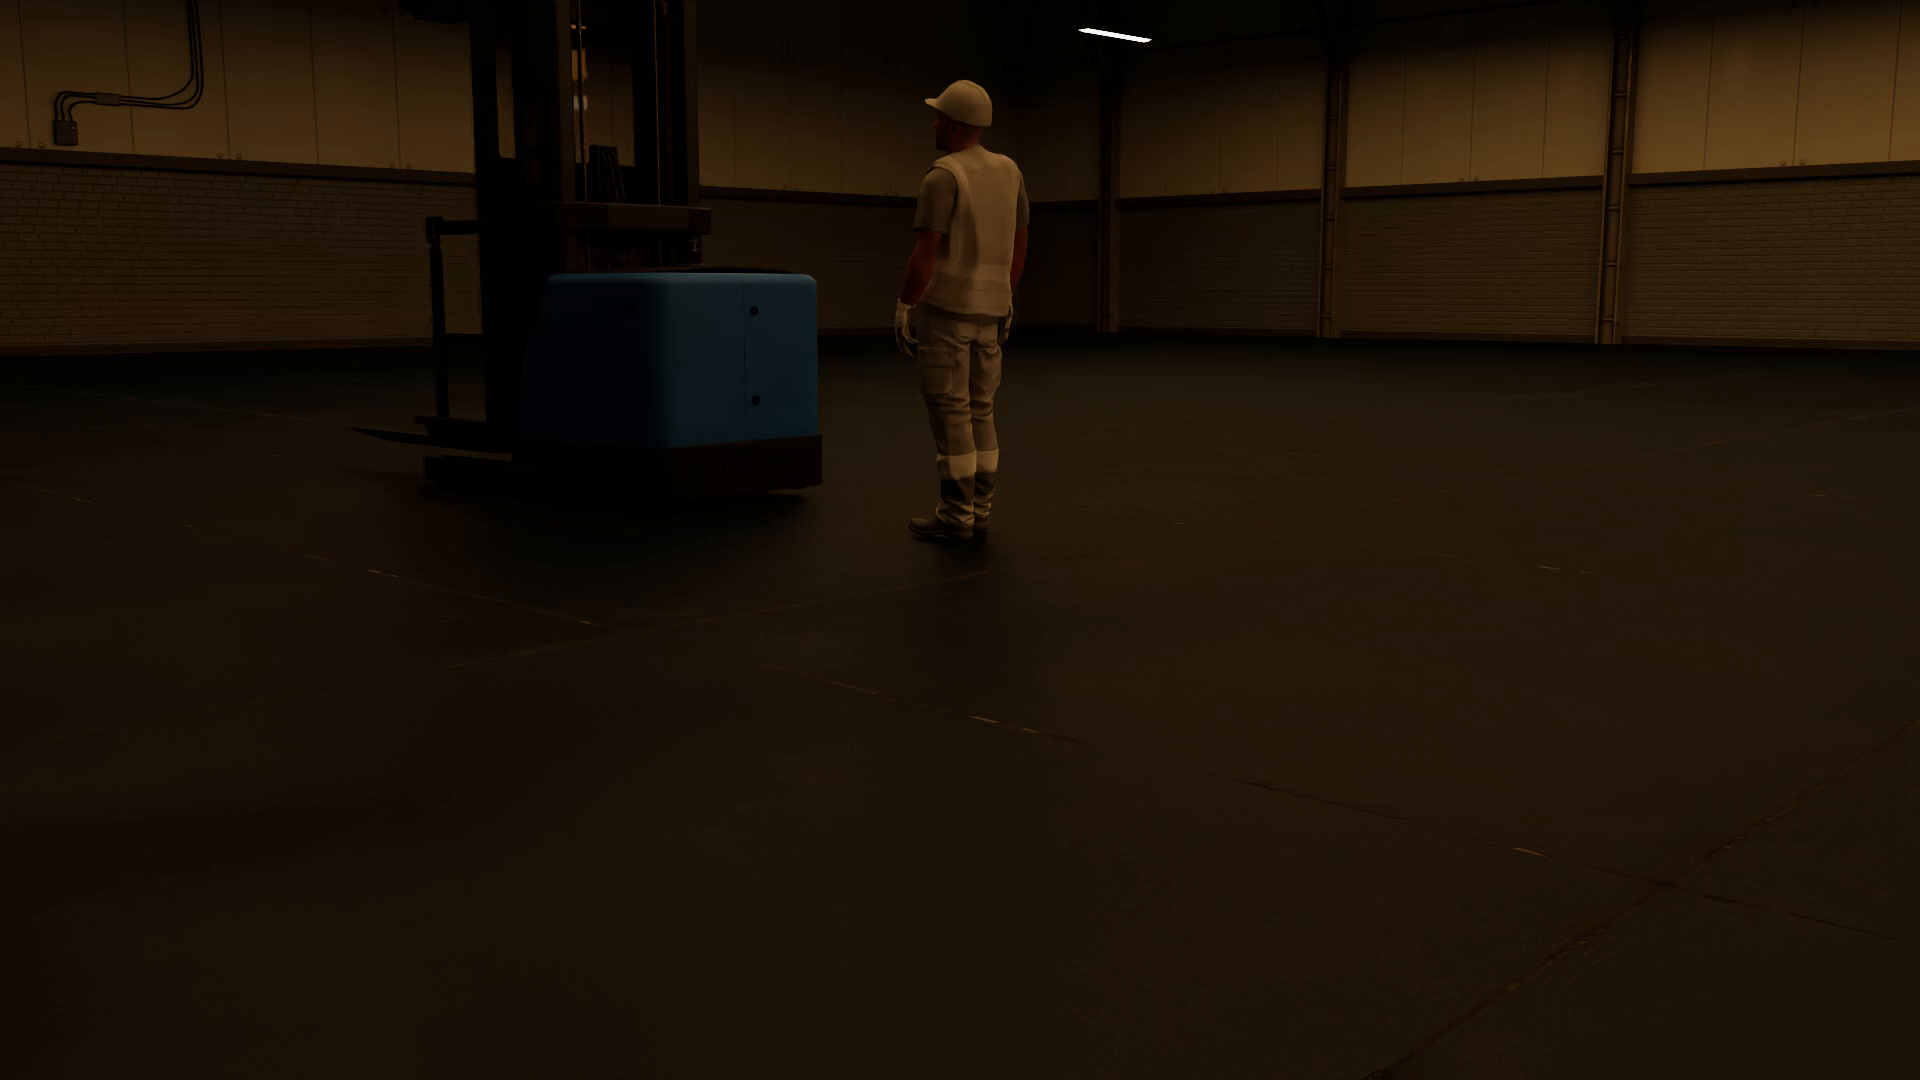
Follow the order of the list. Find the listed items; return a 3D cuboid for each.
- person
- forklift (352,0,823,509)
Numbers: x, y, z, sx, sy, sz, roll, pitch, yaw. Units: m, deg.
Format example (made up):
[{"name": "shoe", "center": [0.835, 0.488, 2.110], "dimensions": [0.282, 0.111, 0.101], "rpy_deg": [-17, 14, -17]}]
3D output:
[{"name": "person", "center": [-0.051, -0.901, 6.646], "dimensions": [0.562, 1.789, 0.638], "rpy_deg": [8, 12, 43]}, {"name": "forklift", "center": [-2.096, -1.746, 8.471], "dimensions": [3.031, 2.935, 1.130], "rpy_deg": [8, 11, 42]}]
